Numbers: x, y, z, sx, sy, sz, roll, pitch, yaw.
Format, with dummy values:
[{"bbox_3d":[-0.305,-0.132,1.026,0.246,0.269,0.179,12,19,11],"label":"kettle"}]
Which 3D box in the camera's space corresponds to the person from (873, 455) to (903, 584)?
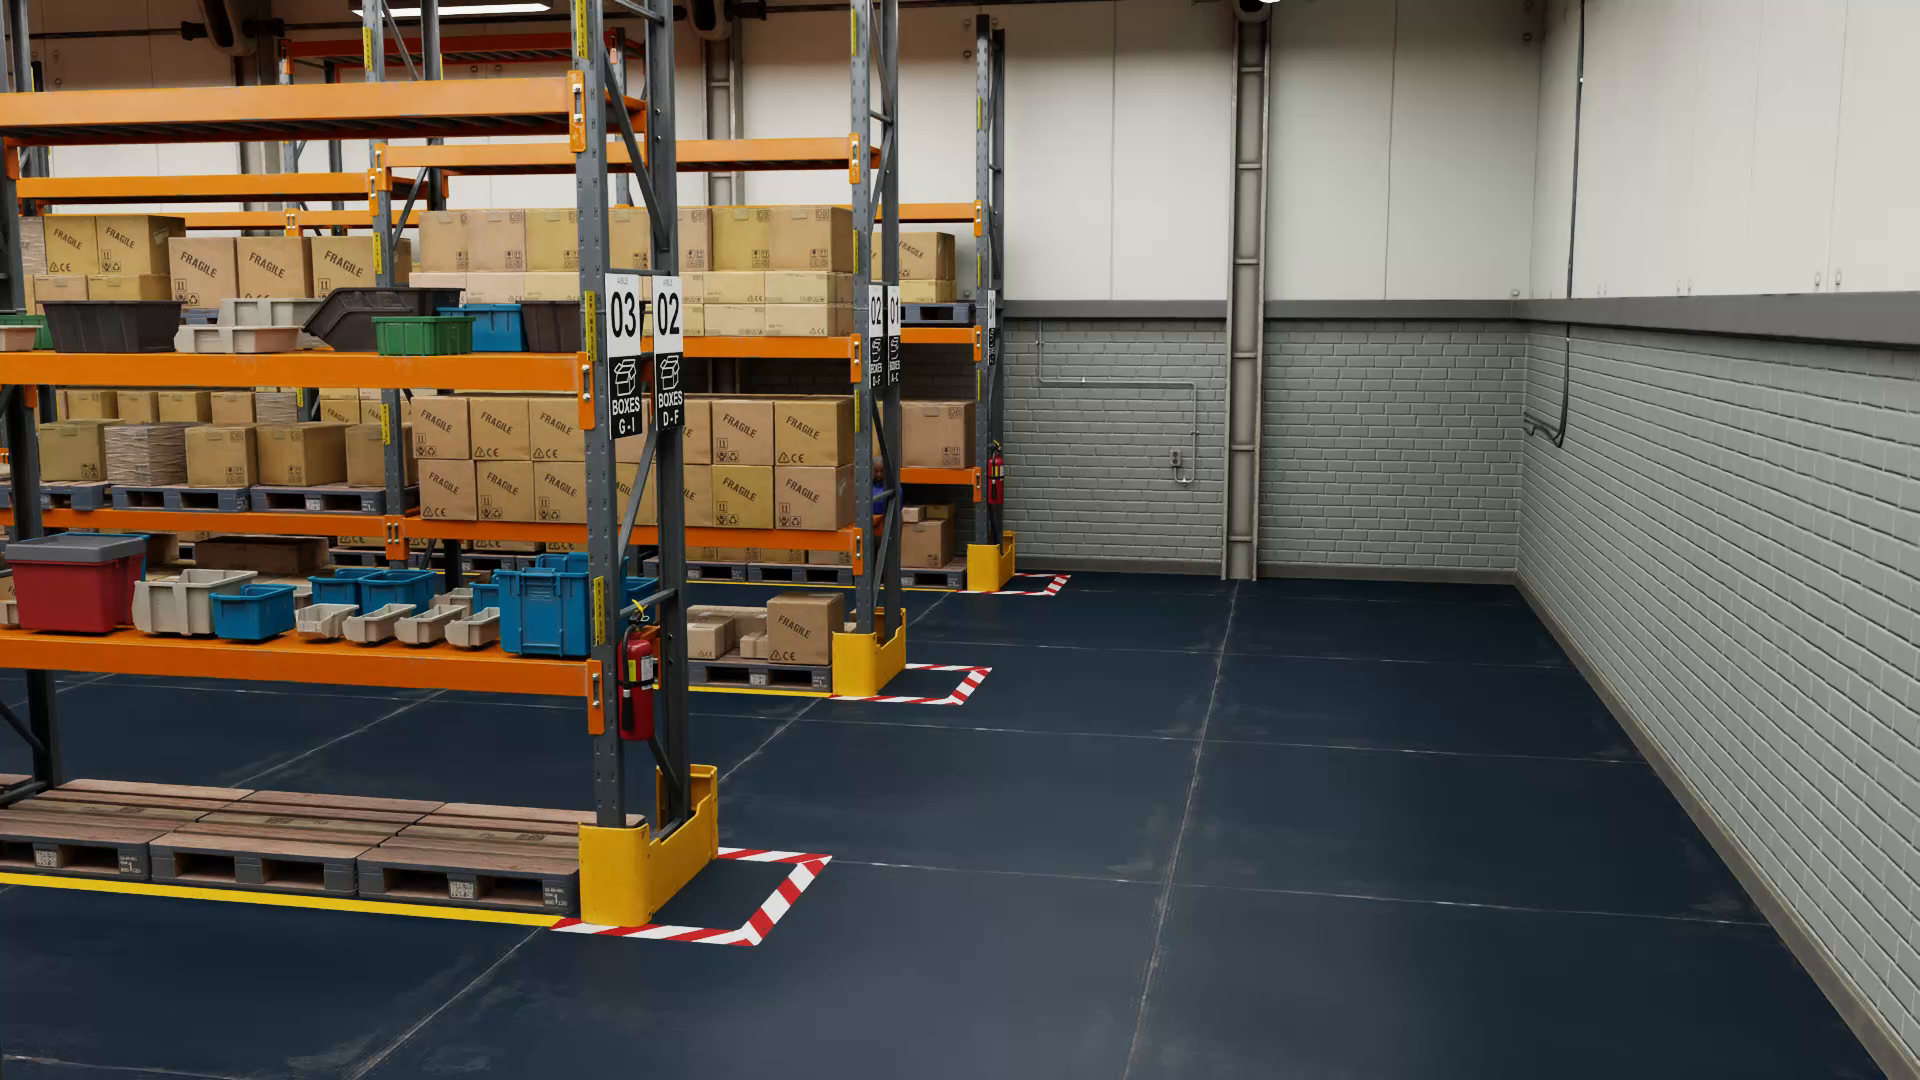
[{"bbox_3d":[-0.752,0.023,15.742,0.438,1.664,0.301,2,8,12],"label":"person"}]
